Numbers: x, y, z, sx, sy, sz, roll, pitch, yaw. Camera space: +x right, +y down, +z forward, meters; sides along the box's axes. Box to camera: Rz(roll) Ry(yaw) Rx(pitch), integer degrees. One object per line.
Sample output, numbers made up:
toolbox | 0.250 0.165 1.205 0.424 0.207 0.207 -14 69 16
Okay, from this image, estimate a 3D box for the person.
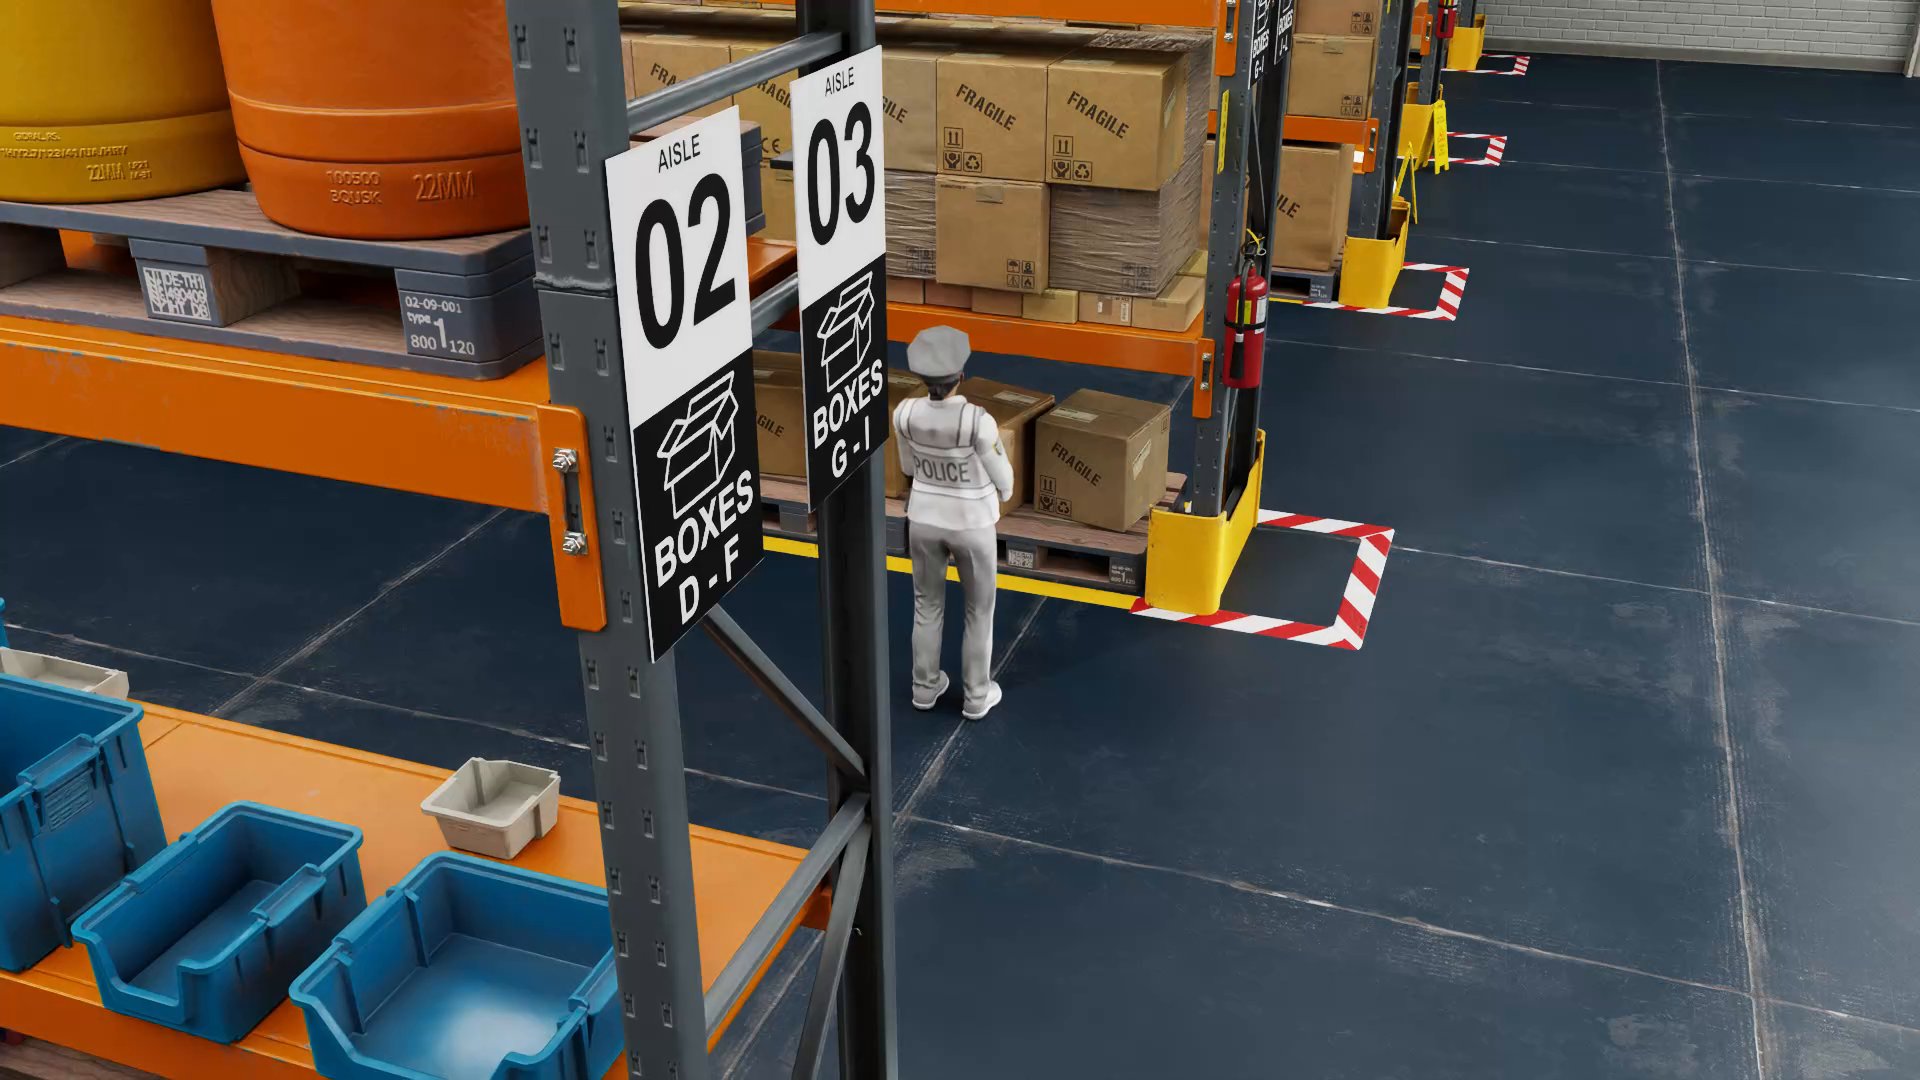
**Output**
person | -0.010 -0.088 6.763 0.460 1.686 0.563 9 27 18
